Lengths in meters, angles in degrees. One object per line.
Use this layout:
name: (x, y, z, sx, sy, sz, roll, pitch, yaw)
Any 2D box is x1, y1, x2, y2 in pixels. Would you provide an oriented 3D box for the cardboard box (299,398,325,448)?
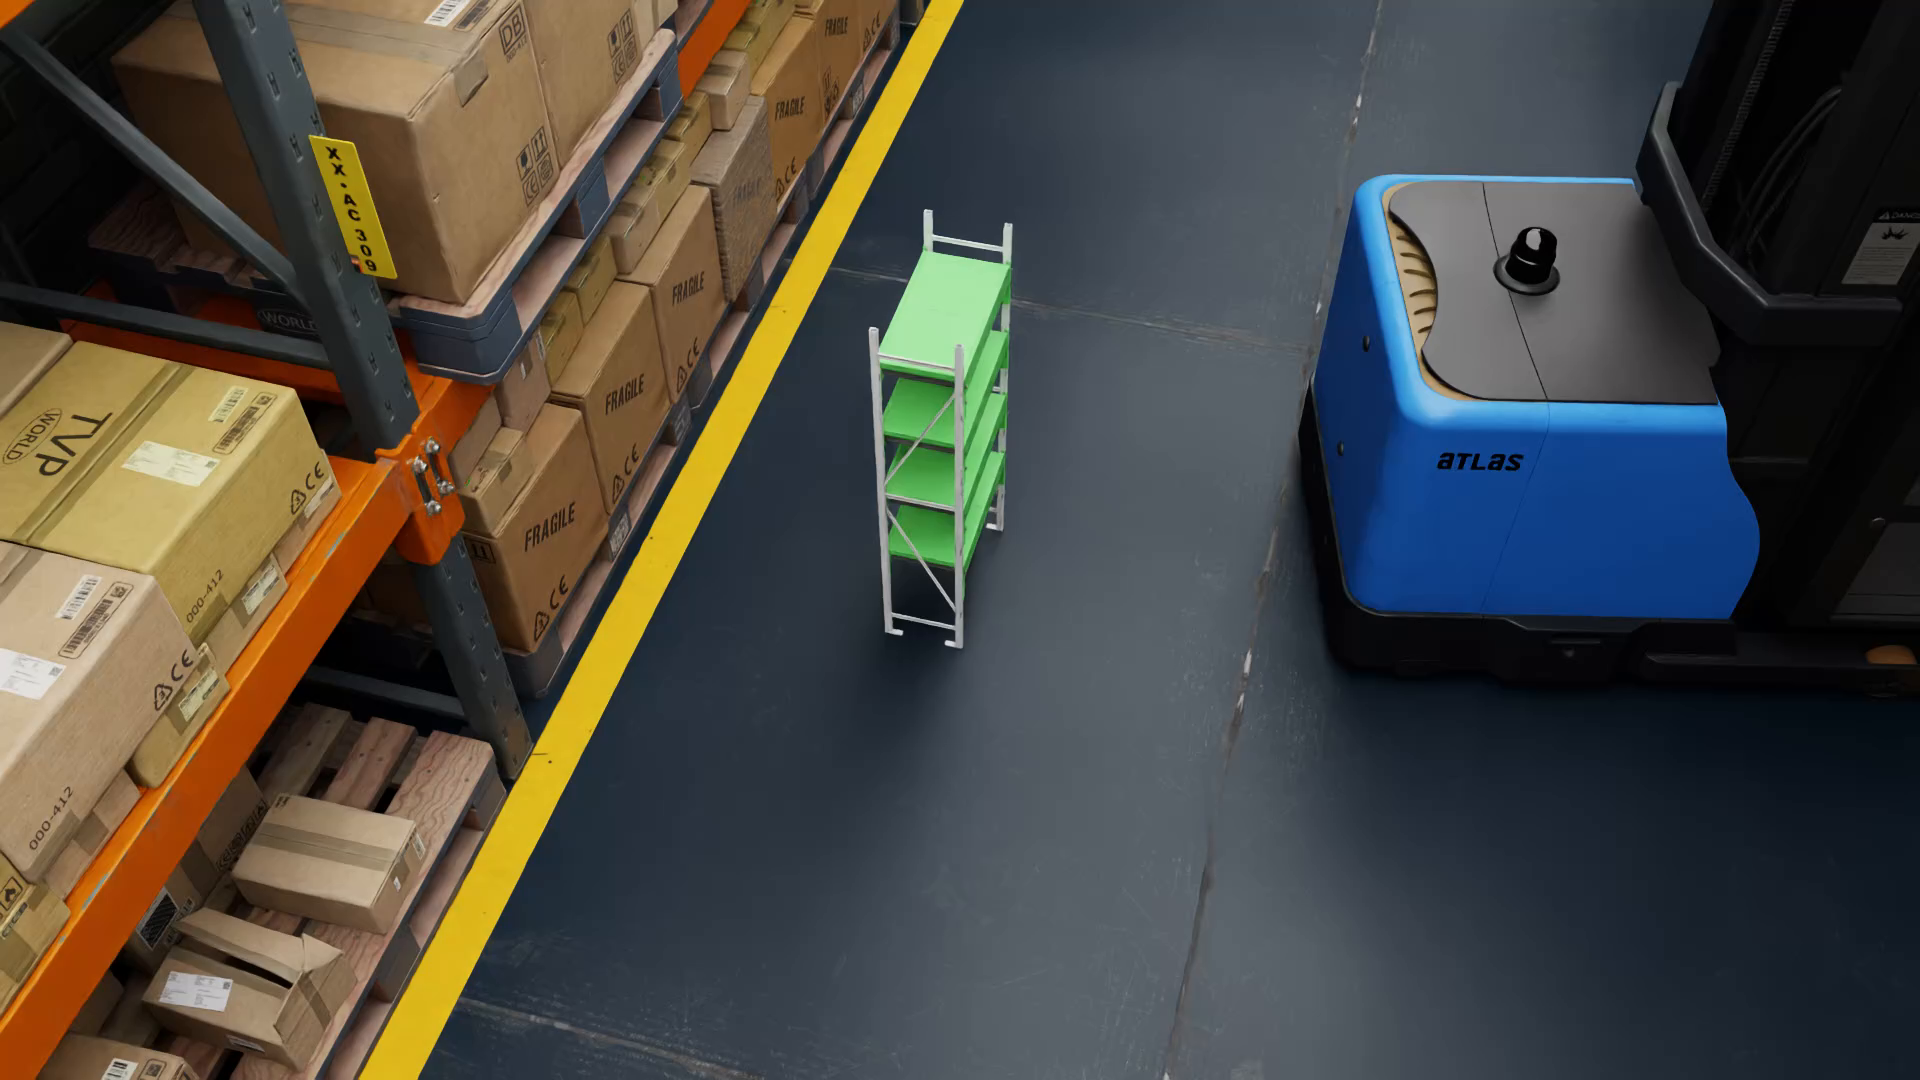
cardboard box: (-1.890, -0.309, 4.476, 0.380, 0.149, 0.250, 10, 49, 9)

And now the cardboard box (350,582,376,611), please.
cardboard box: (-1.864, -0.184, 4.799, 0.500, 0.500, 0.500, 11, 50, 10)

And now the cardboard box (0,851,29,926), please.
cardboard box: (-1.869, 0.632, 2.593, 0.500, 0.250, 0.500, 11, 50, 10)

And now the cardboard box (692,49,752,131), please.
cardboard box: (-0.917, -1.518, 5.544, 0.380, 0.149, 0.250, 9, 49, 8)

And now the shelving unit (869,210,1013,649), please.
shelving unit: (-0.044, -0.277, 4.694, 0.258, 1.200, 0.503, 12, 50, 10)

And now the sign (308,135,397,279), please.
sign: (-1.183, -0.644, 3.240, 0.100, 0.325, 0.005, 12, 50, 10)

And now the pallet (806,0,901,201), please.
pallet: (-0.888, -1.897, 6.783, 1.003, 0.211, 1.213, 12, 50, 10)

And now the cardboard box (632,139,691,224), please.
cardboard box: (-1.074, -1.149, 5.218, 0.380, 0.149, 0.250, 13, 50, 11)

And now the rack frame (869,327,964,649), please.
rack frame: (-0.108, -0.101, 4.539, 0.240, 1.200, 0.015, 12, 50, 10)

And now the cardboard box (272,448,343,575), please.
cardboard box: (-1.549, -0.095, 3.501, 0.380, 0.149, 0.250, 12, 50, 11)

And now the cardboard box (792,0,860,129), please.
cardboard box: (-0.701, -1.956, 6.363, 0.500, 0.500, 0.500, 11, 49, 9)

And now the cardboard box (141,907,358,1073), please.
cardboard box: (-1.666, 1.026, 3.887, 0.396, 0.266, 0.258, 13, 50, 11)

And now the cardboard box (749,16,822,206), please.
cardboard box: (-0.836, -1.577, 6.028, 0.500, 0.500, 0.500, 14, 50, 12)

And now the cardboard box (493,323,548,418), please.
cardboard box: (-1.335, -0.488, 4.436, 0.380, 0.149, 0.250, 9, 49, 8)

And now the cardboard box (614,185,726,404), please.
cardboard box: (-1.098, -0.824, 5.363, 0.500, 0.500, 0.500, 10, 49, 9)

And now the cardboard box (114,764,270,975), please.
cardboard box: (-2.110, 0.723, 4.125, 0.500, 0.311, 0.500, 13, 50, 11)

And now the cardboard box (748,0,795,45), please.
cardboard box: (-0.808, -1.904, 5.884, 0.380, 0.149, 0.250, 13, 50, 11)

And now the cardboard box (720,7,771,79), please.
cardboard box: (-0.873, -1.724, 5.725, 0.380, 0.149, 0.250, 11, 49, 9)

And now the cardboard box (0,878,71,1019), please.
cardboard box: (-1.777, 0.665, 2.830, 0.380, 0.149, 0.250, 11, 49, 9)

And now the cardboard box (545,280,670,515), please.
cardboard box: (-1.233, -0.463, 5.045, 0.500, 0.500, 0.500, 11, 49, 10)

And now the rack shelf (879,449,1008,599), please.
rack shelf: (-0.044, -0.076, 4.922, 0.258, 0.148, 0.480, 12, 50, 10)

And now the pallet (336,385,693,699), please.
pallet: (-1.531, -0.132, 5.226, 1.003, 0.211, 1.213, 12, 50, 10)

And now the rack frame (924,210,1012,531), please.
rack frame: (0.021, -0.454, 4.850, 0.240, 1.200, 0.015, 12, 50, 10)

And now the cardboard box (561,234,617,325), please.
cardboard box: (-1.243, -0.797, 4.907, 0.380, 0.149, 0.250, 11, 49, 9)

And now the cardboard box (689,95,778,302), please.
cardboard box: (-0.955, -1.197, 5.693, 0.500, 0.500, 0.500, 10, 49, 9)

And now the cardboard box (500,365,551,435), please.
cardboard box: (-1.359, -0.408, 4.564, 0.380, 0.149, 0.250, 10, 49, 9)

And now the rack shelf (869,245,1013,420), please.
rack shelf: (-0.044, -0.553, 4.382, 0.258, 0.148, 0.480, 12, 50, 10)

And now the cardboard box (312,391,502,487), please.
cardboard box: (-1.416, -0.303, 4.273, 0.380, 0.149, 0.250, 11, 49, 9)

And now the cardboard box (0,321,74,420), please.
cardboard box: (-2.099, -0.203, 3.330, 0.500, 0.250, 0.500, 11, 50, 10)

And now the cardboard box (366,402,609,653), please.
cardboard box: (-1.364, -0.076, 4.704, 0.500, 0.500, 0.500, 14, 50, 12)

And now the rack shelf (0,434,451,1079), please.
rack shelf: (-2.235, 1.226, 2.647, 1.077, 0.370, 4.000, 12, 50, 10)

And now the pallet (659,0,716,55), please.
pallet: (-1.163, -1.881, 5.038, 1.003, 0.211, 1.213, 12, 50, 10)

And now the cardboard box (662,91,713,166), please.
cardboard box: (-1.031, -1.350, 5.396, 0.380, 0.149, 0.250, 12, 50, 10)

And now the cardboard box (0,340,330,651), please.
cardboard box: (-1.607, -0.091, 3.232, 0.500, 0.250, 0.500, 13, 50, 11)

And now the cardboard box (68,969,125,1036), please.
cardboard box: (-2.224, 1.090, 3.908, 0.380, 0.149, 0.250, 11, 49, 10)

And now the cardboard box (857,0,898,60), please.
cardboard box: (-0.559, -2.316, 6.680, 0.500, 0.500, 0.500, 13, 50, 11)

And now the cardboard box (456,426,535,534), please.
cardboard box: (-1.357, -0.192, 4.374, 0.380, 0.149, 0.250, 14, 50, 12)

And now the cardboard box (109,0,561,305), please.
cardboard box: (-1.365, -0.937, 3.729, 0.700, 0.500, 0.500, 13, 50, 11)

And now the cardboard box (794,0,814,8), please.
cardboard box: (-0.695, -2.086, 6.045, 0.380, 0.149, 0.250, 10, 49, 9)

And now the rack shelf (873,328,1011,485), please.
rack shelf: (-0.044, -0.394, 4.562, 0.258, 0.148, 0.480, 12, 50, 10)

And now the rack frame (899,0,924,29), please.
rack frame: (-0.655, -3.352, 6.208, 1.000, 3.000, 0.127, 12, 50, 10)

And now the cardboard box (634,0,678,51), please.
cardboard box: (-0.972, -1.483, 4.367, 0.396, 0.266, 0.258, 14, 50, 12)

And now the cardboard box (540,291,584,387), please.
cardboard box: (-1.302, -0.596, 4.730, 0.380, 0.149, 0.250, 9, 49, 8)

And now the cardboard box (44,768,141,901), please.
cardboard box: (-1.736, 0.474, 2.998, 0.380, 0.149, 0.250, 13, 50, 11)

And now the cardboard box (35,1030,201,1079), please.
cardboard box: (-1.973, 1.337, 3.456, 0.700, 0.500, 0.500, 10, 49, 9)

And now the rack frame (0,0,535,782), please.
rack frame: (-1.708, -0.459, 3.654, 1.000, 3.000, 0.127, 12, 50, 10)

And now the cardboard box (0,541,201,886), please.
cardboard box: (-1.725, 0.274, 2.909, 0.500, 0.250, 0.500, 12, 50, 10)

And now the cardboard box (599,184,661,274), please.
cardboard box: (-1.142, -0.970, 5.060, 0.380, 0.149, 0.250, 11, 50, 10)

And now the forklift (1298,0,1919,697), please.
forklift: (2.612, -0.916, 4.103, 3.031, 2.935, 1.130, 1, 49, 1)

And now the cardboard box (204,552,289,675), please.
cardboard box: (-1.596, 0.097, 3.331, 0.380, 0.149, 0.250, 13, 50, 11)

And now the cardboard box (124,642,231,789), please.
cardboard box: (-1.641, 0.290, 3.161, 0.380, 0.149, 0.250, 13, 50, 11)

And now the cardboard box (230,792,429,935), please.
cardboard box: (-1.572, 0.806, 4.159, 0.380, 0.149, 0.250, 10, 49, 9)

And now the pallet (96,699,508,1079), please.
pallet: (-1.890, 0.960, 4.262, 1.003, 0.211, 1.213, 12, 50, 10)

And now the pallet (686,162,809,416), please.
pallet: (-1.212, -1.017, 6.007, 1.003, 0.211, 1.213, 12, 50, 10)

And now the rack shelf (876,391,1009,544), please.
rack shelf: (-0.044, -0.235, 4.742, 0.258, 0.148, 0.480, 12, 50, 10)

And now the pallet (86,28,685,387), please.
pallet: (-1.393, -0.952, 4.218, 1.003, 0.211, 1.213, 12, 50, 10)

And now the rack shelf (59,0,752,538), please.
rack shelf: (-1.182, -1.668, 5.201, 1.077, 0.370, 4.000, 12, 50, 10)

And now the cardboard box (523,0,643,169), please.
cardboard box: (-1.229, -1.311, 4.060, 0.700, 0.500, 0.500, 12, 50, 10)
